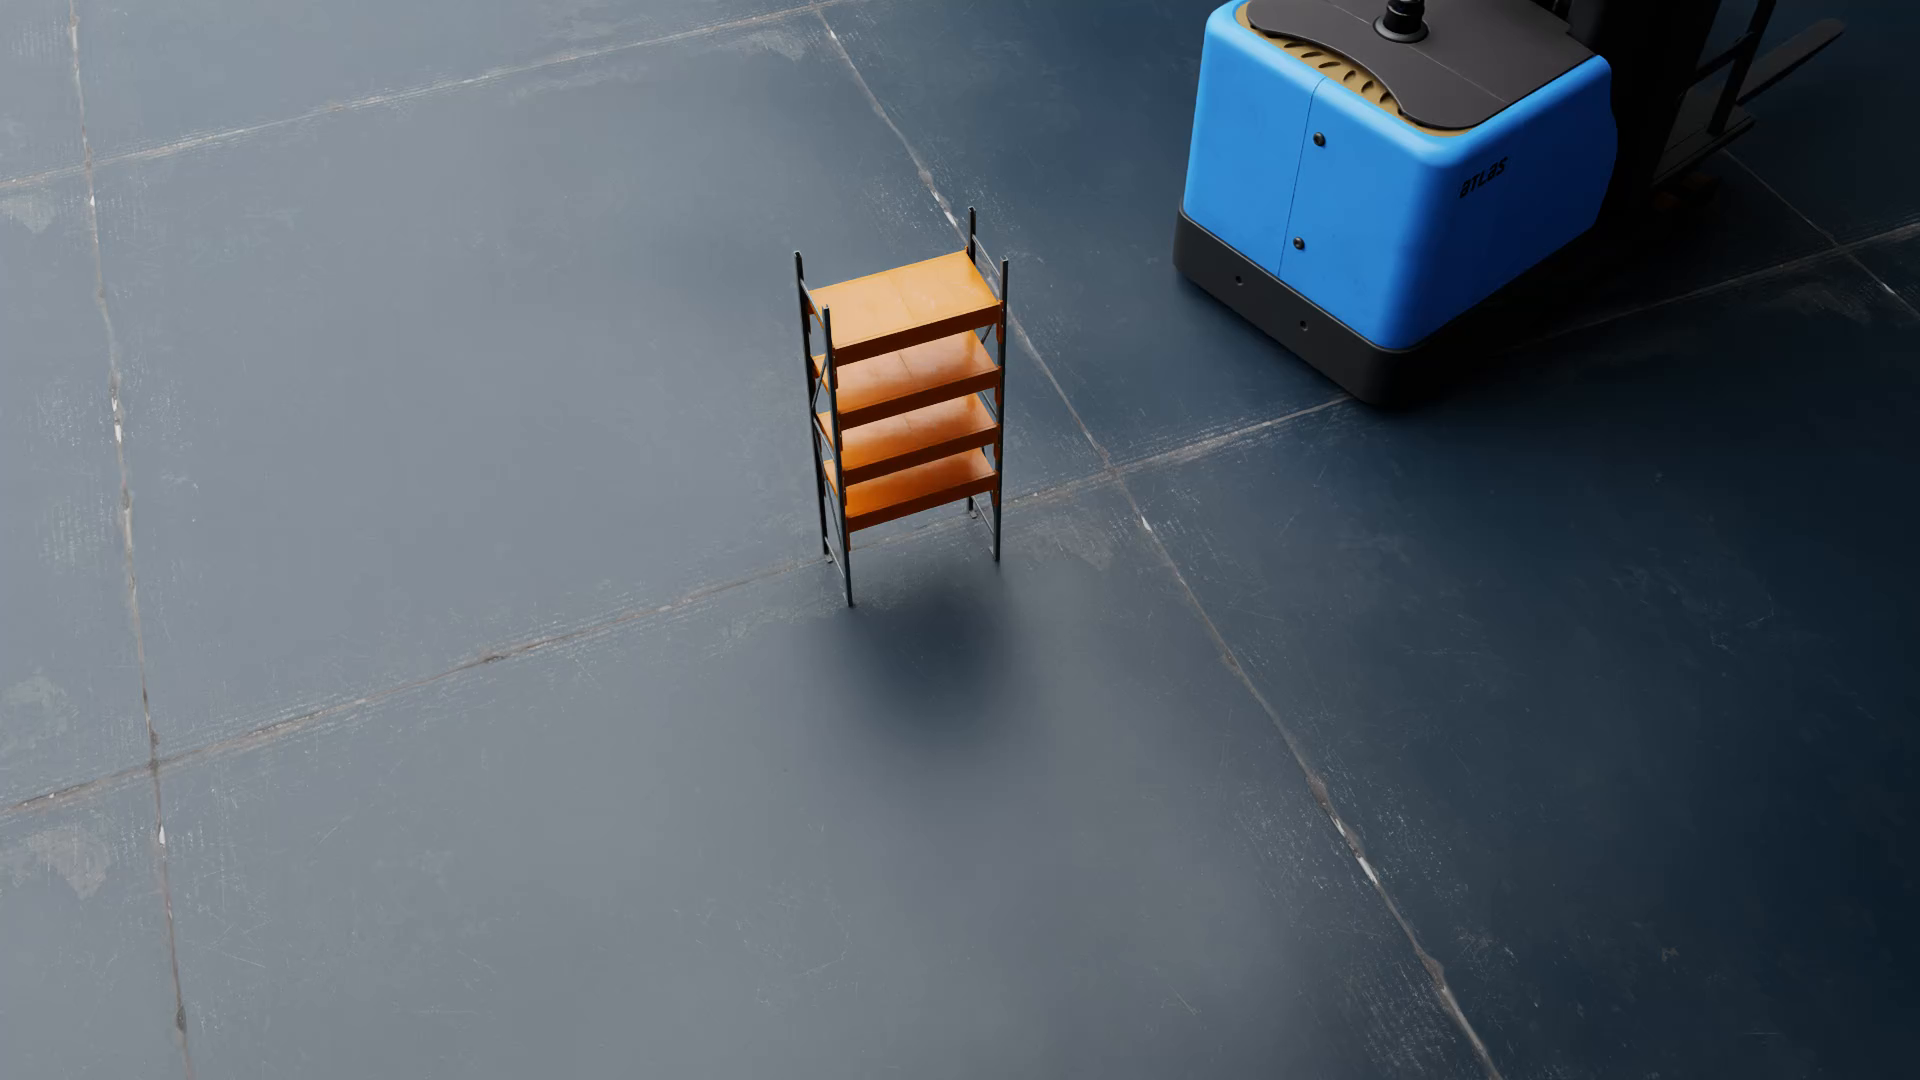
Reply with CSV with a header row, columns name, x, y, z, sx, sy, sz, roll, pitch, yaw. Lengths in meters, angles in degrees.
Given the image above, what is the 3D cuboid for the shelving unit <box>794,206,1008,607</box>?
name,x,y,z,sx,sy,sz,roll,pitch,yaw
shelving unit,-0.153,-0.343,4.754,0.503,1.200,0.258,-17,52,-14

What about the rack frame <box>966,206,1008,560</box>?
name,x,y,z,sx,sy,sz,roll,pitch,yaw
rack frame,0.073,-0.413,4.814,0.015,1.200,0.240,-17,52,-14

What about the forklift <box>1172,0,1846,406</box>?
name,x,y,z,sx,sy,sz,roll,pitch,yaw
forklift,2.225,-2.363,5.347,3.031,2.935,1.130,-32,57,-25

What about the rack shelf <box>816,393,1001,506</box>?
name,x,y,z,sx,sy,sz,roll,pitch,yaw
rack shelf,-0.153,-0.300,4.805,0.480,0.148,0.258,-17,52,-14

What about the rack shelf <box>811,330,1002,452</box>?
name,x,y,z,sx,sy,sz,roll,pitch,yaw
rack shelf,-0.153,-0.445,4.635,0.480,0.148,0.258,-17,52,-14

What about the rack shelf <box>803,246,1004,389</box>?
name,x,y,z,sx,sy,sz,roll,pitch,yaw
rack shelf,-0.153,-0.599,4.456,0.480,0.148,0.258,-17,52,-14

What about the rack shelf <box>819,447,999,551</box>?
name,x,y,z,sx,sy,sz,roll,pitch,yaw
rack shelf,-0.153,-0.170,4.956,0.480,0.148,0.258,-17,52,-14

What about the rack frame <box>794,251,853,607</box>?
name,x,y,z,sx,sy,sz,roll,pitch,yaw
rack frame,-0.379,-0.273,4.694,0.015,1.200,0.240,-17,52,-14
